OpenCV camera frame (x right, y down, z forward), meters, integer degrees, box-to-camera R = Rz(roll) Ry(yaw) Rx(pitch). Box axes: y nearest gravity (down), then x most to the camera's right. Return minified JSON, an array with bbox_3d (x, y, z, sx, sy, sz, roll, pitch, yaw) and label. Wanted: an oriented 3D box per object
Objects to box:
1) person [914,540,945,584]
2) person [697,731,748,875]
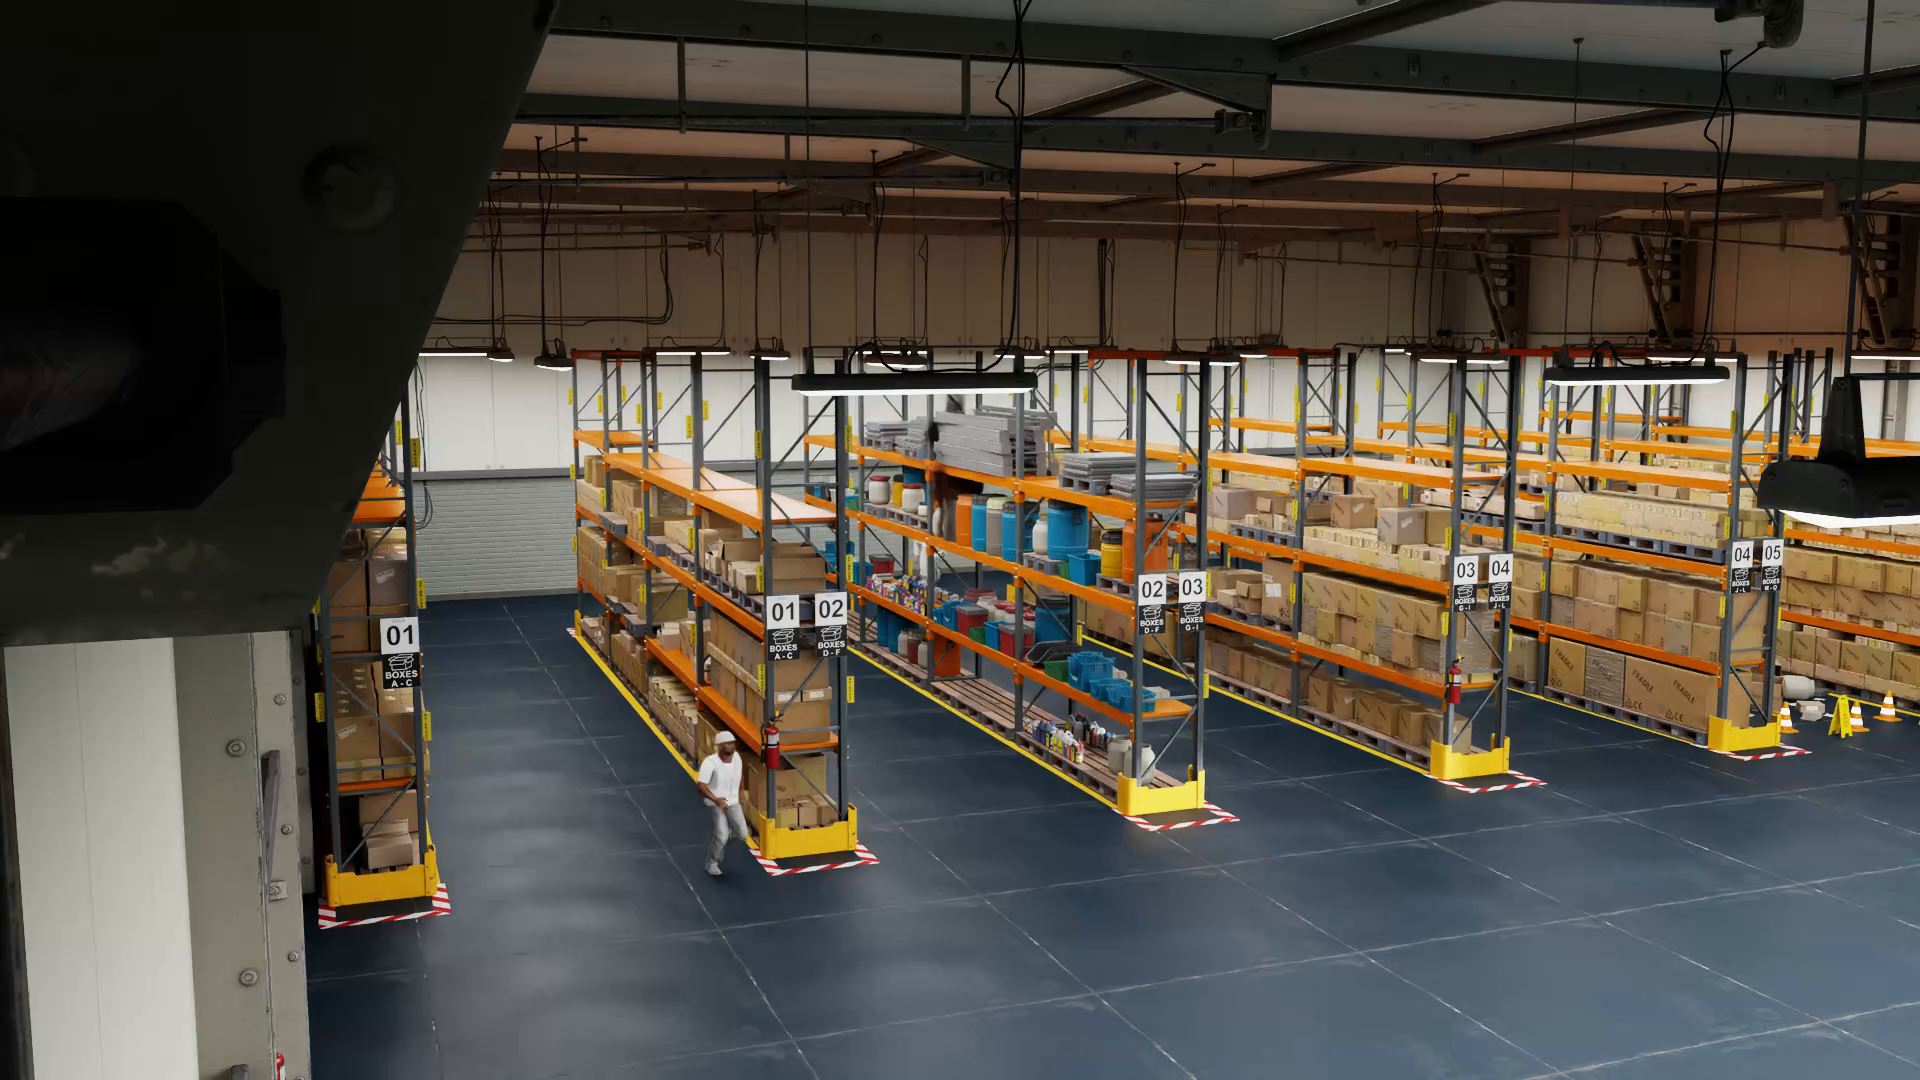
[{"bbox_3d":[-0.759,0.672,39.237,0.845,1.539,0.759,-2,7,-14],"label":"person"},{"bbox_3d":[-2.745,3.066,19.497,0.567,1.683,0.747,7,10,42],"label":"person"}]
